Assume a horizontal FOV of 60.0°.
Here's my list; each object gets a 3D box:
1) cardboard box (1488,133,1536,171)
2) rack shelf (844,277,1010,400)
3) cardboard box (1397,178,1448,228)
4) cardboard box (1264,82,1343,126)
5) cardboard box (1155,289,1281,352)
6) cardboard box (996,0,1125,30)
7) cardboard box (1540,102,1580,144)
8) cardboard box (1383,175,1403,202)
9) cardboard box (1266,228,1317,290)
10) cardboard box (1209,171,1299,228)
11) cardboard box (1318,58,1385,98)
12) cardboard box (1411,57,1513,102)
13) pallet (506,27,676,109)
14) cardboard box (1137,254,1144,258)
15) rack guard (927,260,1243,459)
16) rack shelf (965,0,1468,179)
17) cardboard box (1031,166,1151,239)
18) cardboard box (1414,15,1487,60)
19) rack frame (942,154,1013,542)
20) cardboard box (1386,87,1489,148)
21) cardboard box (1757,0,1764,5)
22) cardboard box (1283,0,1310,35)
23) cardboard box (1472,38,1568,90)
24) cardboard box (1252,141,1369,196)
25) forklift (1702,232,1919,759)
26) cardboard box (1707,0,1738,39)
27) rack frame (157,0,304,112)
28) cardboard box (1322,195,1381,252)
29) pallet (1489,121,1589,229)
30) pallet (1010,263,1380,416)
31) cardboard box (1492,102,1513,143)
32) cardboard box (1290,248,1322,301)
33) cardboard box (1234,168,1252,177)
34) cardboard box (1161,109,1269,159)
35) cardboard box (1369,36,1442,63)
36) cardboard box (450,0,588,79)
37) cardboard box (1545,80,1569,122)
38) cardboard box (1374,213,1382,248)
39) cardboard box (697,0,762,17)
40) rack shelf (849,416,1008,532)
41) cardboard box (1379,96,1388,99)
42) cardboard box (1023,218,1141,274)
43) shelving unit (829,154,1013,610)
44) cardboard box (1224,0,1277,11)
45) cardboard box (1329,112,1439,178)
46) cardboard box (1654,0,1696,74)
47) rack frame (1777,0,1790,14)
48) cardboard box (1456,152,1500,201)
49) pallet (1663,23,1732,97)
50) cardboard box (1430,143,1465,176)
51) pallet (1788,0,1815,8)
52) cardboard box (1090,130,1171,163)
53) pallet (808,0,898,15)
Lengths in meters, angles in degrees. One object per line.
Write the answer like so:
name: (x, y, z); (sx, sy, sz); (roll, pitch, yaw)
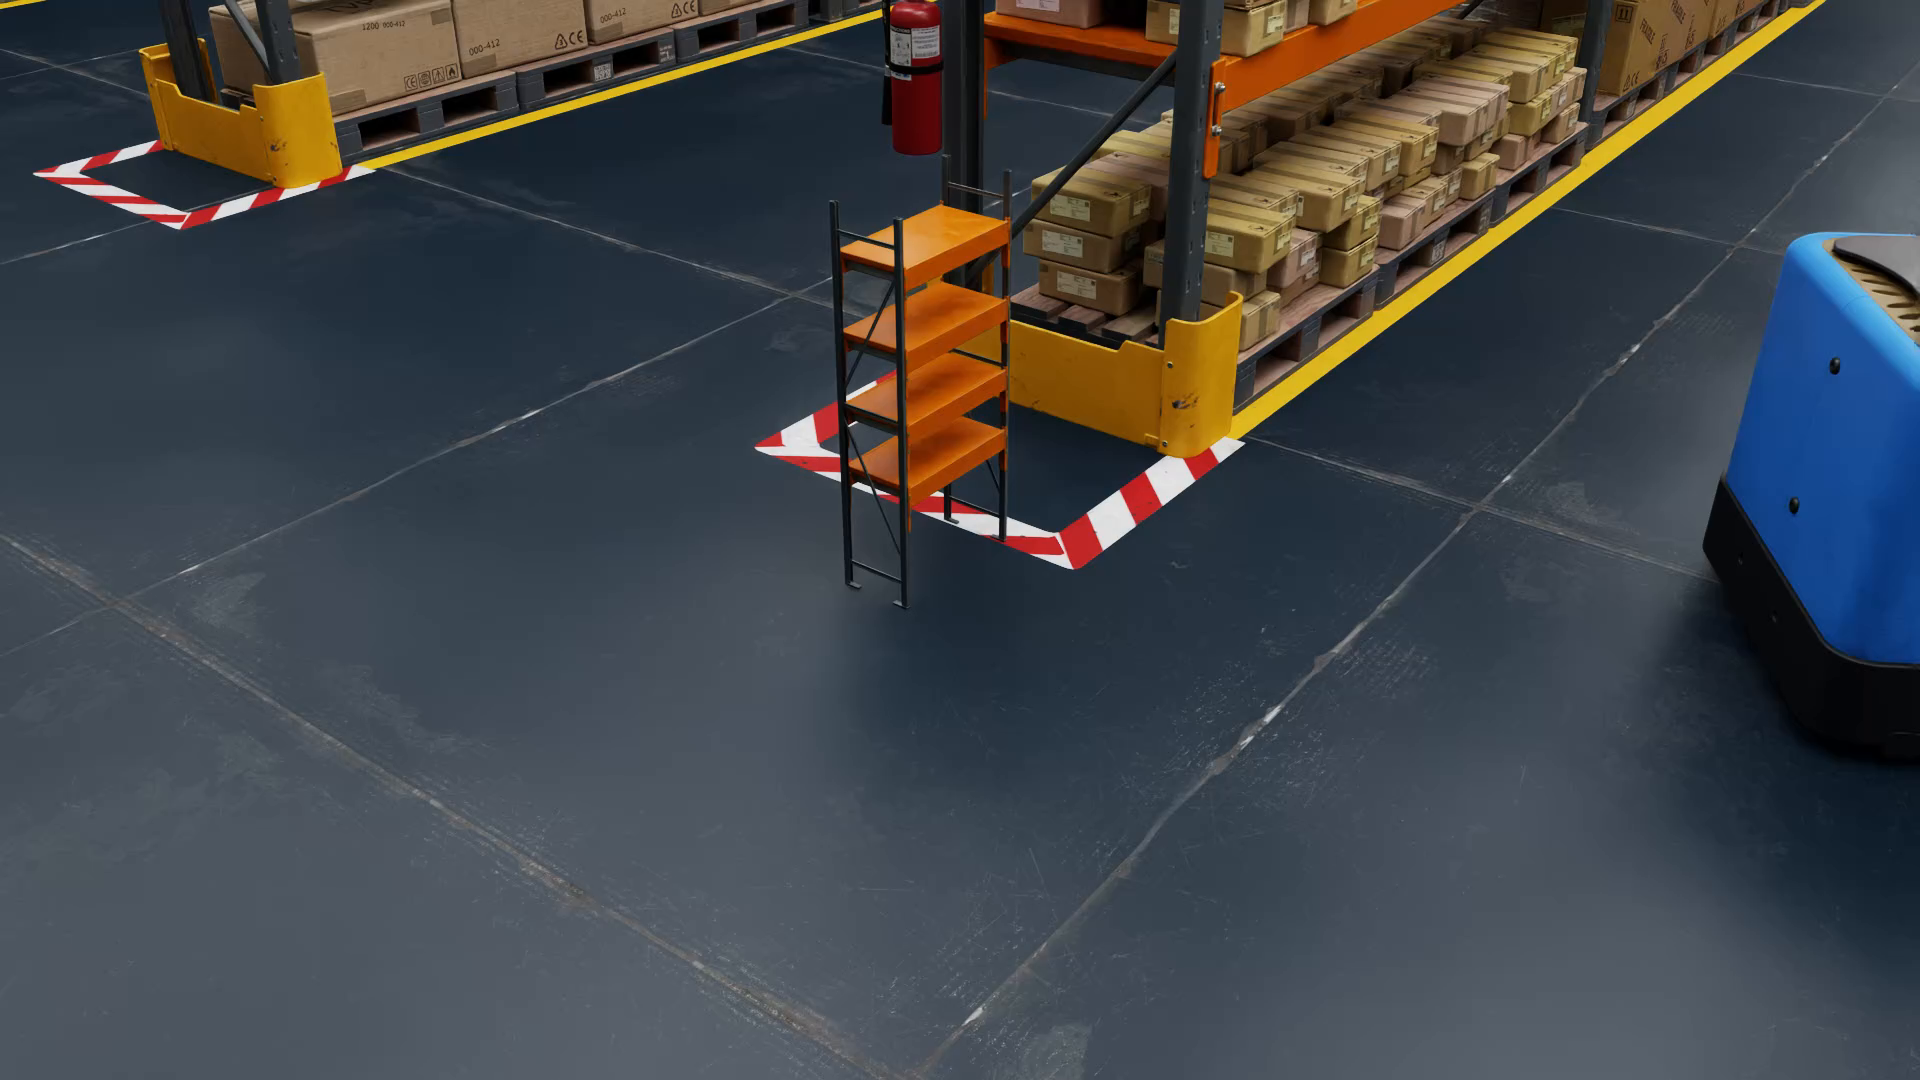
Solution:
cardboard box: (2.493, -1.885, 7.872); (0.380, 0.149, 0.250); (20, 36, 30)
rack shelf: (-0.100, -0.583, 4.751); (0.258, 0.148, 0.480); (21, 37, 31)
cardboard box: (1.870, -1.477, 7.185); (0.380, 0.149, 0.250); (21, 37, 31)
cardboard box: (1.453, -1.908, 7.329); (0.380, 0.149, 0.250); (21, 37, 32)
cardboard box: (0.947, -0.845, 6.117); (0.380, 0.149, 0.250); (22, 37, 32)
cardboard box: (0.347, -1.887, 5.739); (0.380, 0.149, 0.250); (21, 37, 31)
cardboard box: (2.825, -2.092, 8.222); (0.380, 0.149, 0.250); (22, 37, 32)
cardboard box: (1.640, -1.544, 7.005); (0.380, 0.149, 0.250); (23, 38, 34)
cardboard box: (1.106, -1.086, 6.233); (0.380, 0.149, 0.250); (21, 37, 31)
cardboard box: (1.033, -1.244, 6.207); (0.380, 0.149, 0.250); (22, 37, 32)
cardboard box: (1.732, -2.133, 7.707); (0.380, 0.149, 0.250); (22, 37, 32)
cardboard box: (2.297, -2.086, 7.629); (0.380, 0.149, 0.250); (22, 37, 33)
pallet: (-2.475, -2.901, 9.939); (1.003, 0.211, 1.213); (21, 37, 31)
cardboard box: (0.601, -1.144, 6.623); (0.380, 0.149, 0.250); (22, 37, 33)
rack guard: (0.421, -0.731, 5.994); (1.175, 0.500, 0.348); (21, 37, 31)
rack shelf: (1.582, -2.279, 6.860); (1.077, 0.370, 4.000); (21, 37, 31)
cardboard box: (0.493, -1.279, 6.267); (0.380, 0.149, 0.250); (22, 37, 32)
cardboard box: (2.417, -2.536, 8.387); (0.380, 0.149, 0.250); (23, 38, 33)
rack frame: (0.047, -0.548, 4.998); (0.240, 1.200, 0.015); (21, 37, 31)
cardboard box: (2.054, -1.834, 7.204); (0.380, 0.149, 0.250); (20, 36, 30)
cardboard box: (5.015, -3.785, 10.734); (0.500, 0.500, 0.500); (21, 37, 31)
cardboard box: (0.953, -1.815, 5.617); (0.380, 0.149, 0.250); (23, 37, 33)
cardboard box: (2.660, -2.271, 7.941); (0.380, 0.149, 0.250); (22, 37, 32)
cardboard box: (1.371, -1.433, 6.526); (0.380, 0.149, 0.250); (19, 36, 29)
forklift: (3.726, -0.878, 3.857); (3.031, 2.935, 1.130); (3, 31, 5)
cardboard box: (4.393, -3.355, 10.009); (0.500, 0.500, 0.500); (19, 36, 29)
rack frame: (-3.632, -3.258, 7.806); (1.000, 3.000, 0.127); (21, 37, 31)
cardboard box: (1.425, -1.284, 6.566); (0.380, 0.149, 0.250); (22, 37, 33)
pallet: (2.413, -1.918, 8.280); (1.003, 0.211, 1.213); (21, 37, 31)
pallet: (0.940, -0.927, 6.606); (1.003, 0.211, 1.213); (21, 37, 31)
cardboard box: (2.322, -1.958, 7.705); (0.380, 0.149, 0.250); (21, 37, 32)
cardboard box: (1.184, -1.079, 6.513); (0.380, 0.149, 0.250); (22, 37, 32)
cardboard box: (1.023, -1.450, 6.847); (0.380, 0.149, 0.250); (21, 36, 31)
cardboard box: (1.070, -1.720, 7.011); (0.380, 0.149, 0.250); (23, 37, 33)
cardboard box: (2.090, -2.324, 8.030); (0.380, 0.149, 0.250); (21, 36, 31)
cardboard box: (-2.768, -3.010, 9.488); (0.875, 0.438, 0.875); (22, 37, 33)
cardboard box: (2.700, -2.144, 8.019); (0.380, 0.149, 0.250); (19, 36, 29)
cardboard box: (1.503, -1.282, 6.856); (0.380, 0.149, 0.250); (21, 37, 31)
cardboard box: (-1.682, -3.740, 10.720); (0.875, 0.438, 0.875); (21, 36, 31)
rack shelf: (-0.100, -0.220, 4.966); (0.258, 0.148, 0.480); (21, 37, 31)
cardboard box: (1.951, -2.086, 7.920); (0.380, 0.149, 0.250); (19, 36, 29)
cardboard box: (0.466, -1.160, 6.359); (0.380, 0.149, 0.250); (20, 36, 30)
shelving unit: (-0.100, -0.449, 4.830); (0.258, 1.200, 0.503); (21, 37, 31)
cardboard box: (0.866, -2.044, 5.368); (0.500, 0.500, 0.500); (23, 38, 33)
cardboard box: (1.741, -1.636, 6.868); (0.380, 0.149, 0.250); (22, 37, 32)
cardboard box: (3.765, -2.941, 9.311); (0.500, 0.500, 0.500); (23, 38, 33)
rack frame: (5.204, -5.028, 10.791); (1.000, 3.000, 0.127); (21, 37, 31)
cardboard box: (2.200, -1.671, 7.512); (0.380, 0.149, 0.250); (21, 37, 31)
pallet: (3.995, -3.017, 10.134); (1.003, 0.211, 1.213); (21, 37, 31)
cardboard box: (2.006, -1.746, 7.346); (0.380, 0.149, 0.250); (19, 36, 29)
pallet: (5.740, -4.125, 12.004); (1.003, 0.211, 1.213); (21, 37, 31)
cardboard box: (0.745, -1.508, 6.653); (0.380, 0.149, 0.250); (20, 36, 30)
pallet: (-0.812, -4.021, 11.828); (1.003, 0.211, 1.213); (21, 37, 31)
